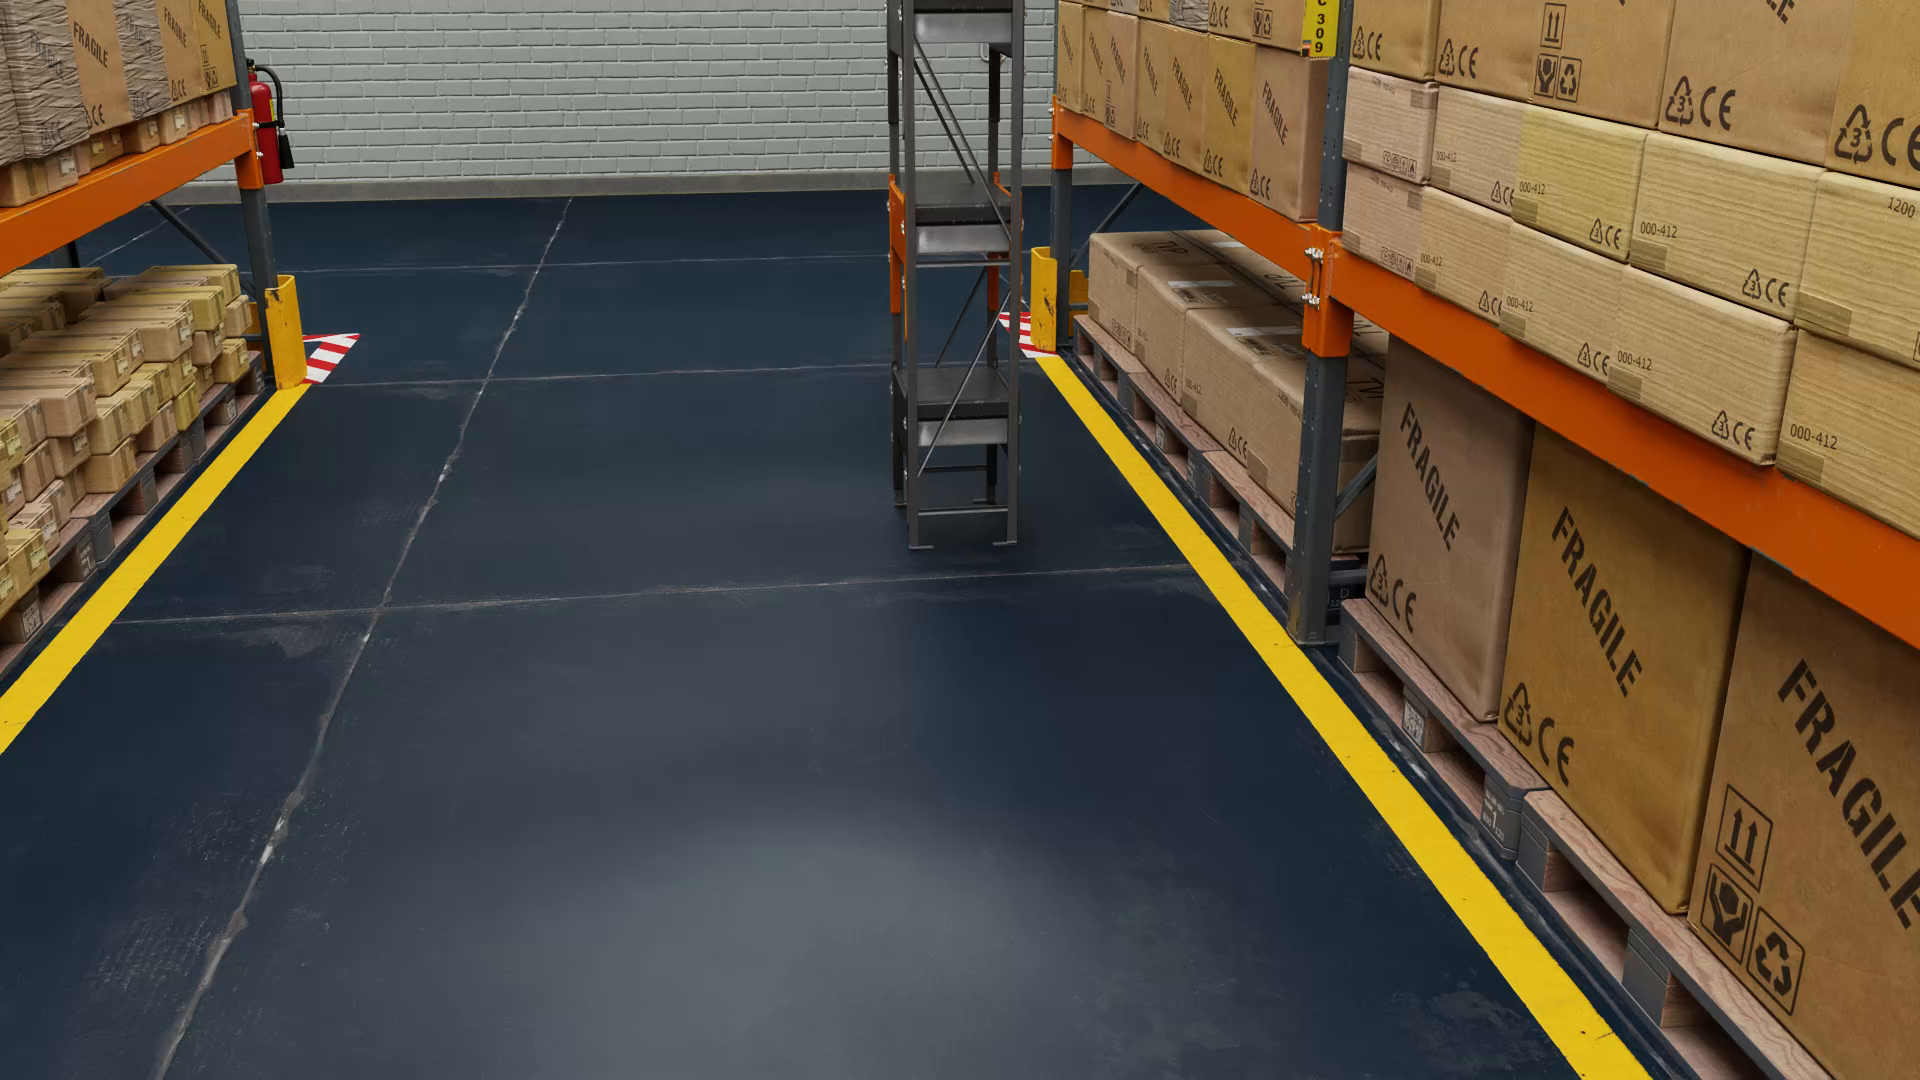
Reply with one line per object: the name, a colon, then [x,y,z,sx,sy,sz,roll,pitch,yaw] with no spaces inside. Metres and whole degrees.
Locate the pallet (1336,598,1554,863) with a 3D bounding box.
pallet: [1.748,0.463,4.675,1.003,0.211,1.213,-3,21,-8]

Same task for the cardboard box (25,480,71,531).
cardboard box: [-3.268,-0.087,5.635,0.380,0.149,0.250,-3,21,-9]

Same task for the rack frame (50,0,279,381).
rack frame: [-3.898,-2.207,7.838,1.000,3.000,0.127,-3,21,-8]

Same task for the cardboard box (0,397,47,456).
cardboard box: [-3.292,-0.364,5.529,0.380,0.149,0.250,-3,21,-9]

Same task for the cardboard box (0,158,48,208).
cardboard box: [-3.244,-1.179,5.446,0.380,0.149,0.250,-3,21,-7]

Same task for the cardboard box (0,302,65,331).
cardboard box: [-3.973,-0.884,6.919,0.380,0.149,0.250,-4,21,-10]

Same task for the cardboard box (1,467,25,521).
cardboard box: [-3.253,-0.130,5.326,0.380,0.149,0.250,-3,21,-8]

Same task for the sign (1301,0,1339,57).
sign: [1.013,-1.521,4.651,0.100,0.325,0.005,-3,21,-8]

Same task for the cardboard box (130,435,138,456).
cardboard box: [-3.397,-0.360,6.367,0.380,0.149,0.250,-2,21,-6]

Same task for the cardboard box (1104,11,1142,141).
cardboard box: [0.927,-2.007,7.160,0.500,0.500,0.500,-3,21,-8]

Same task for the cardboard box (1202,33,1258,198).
cardboard box: [1.163,-1.479,5.747,0.500,0.500,0.500,-3,21,-9]

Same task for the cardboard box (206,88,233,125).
cardboard box: [-3.571,-1.991,7.618,0.380,0.149,0.250,-3,21,-8]

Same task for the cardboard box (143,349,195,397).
cardboard box: [-3.375,-0.681,6.801,0.380,0.149,0.250,-3,21,-7]

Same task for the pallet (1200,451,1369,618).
pallet: [1.530,-0.068,6.096,1.003,0.211,1.213,-3,21,-8]

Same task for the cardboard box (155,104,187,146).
cardboard box: [-3.462,-1.730,6.919,0.380,0.149,0.250,-2,21,-6]

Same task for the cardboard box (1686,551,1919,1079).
cardboard box: [1.997,0.524,2.962,0.875,0.875,0.875,-3,21,-7]

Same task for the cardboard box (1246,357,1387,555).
cardboard box: [1.578,-0.326,5.864,0.875,0.438,0.875,-3,21,-9]

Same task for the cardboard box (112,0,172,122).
cardboard box: [-3.427,-1.897,6.440,0.500,0.500,0.500,-3,21,-8]

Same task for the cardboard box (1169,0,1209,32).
cardboard box: [1.073,-2.123,6.042,0.500,0.500,0.500,-3,21,-7]

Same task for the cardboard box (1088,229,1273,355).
cardboard box: [1.180,-1.265,8.377,0.875,0.438,0.875,-4,21,-10]

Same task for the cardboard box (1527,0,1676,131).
cardboard box: [1.512,-1.107,3.320,0.500,0.500,0.500,-3,21,-9]

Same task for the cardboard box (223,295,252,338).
cardboard box: [-3.539,-1.039,7.761,0.380,0.149,0.250,-3,21,-9]

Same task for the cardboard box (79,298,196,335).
cardboard box: [-3.454,-0.910,6.991,0.380,0.149,0.250,-4,21,-10]

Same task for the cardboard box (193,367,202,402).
cardboard box: [-3.477,-0.632,7.095,0.380,0.149,0.250,-3,21,-7]

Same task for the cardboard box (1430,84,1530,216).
cardboard box: [1.450,-0.925,3.906,0.500,0.250,0.500,-3,21,-7]

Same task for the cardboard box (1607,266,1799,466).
cardboard box: [1.562,-0.340,3.054,0.500,0.250,0.500,-3,21,-9]

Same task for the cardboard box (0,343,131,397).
cardboard box: [-3.366,-0.634,6.251,0.380,0.149,0.250,-3,21,-7]

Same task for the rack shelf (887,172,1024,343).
rack shelf: [-0.024,-1.028,6.007,0.431,0.518,0.480,-3,21,-8]

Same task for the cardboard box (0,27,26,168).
cardboard box: [-3.222,-1.363,5.012,0.500,0.500,0.500,-3,21,-8]

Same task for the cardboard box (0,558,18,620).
cardboard box: [-3.056,0.174,4.937,0.380,0.149,0.250,-4,21,-10]

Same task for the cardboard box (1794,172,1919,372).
cardboard box: [1.646,-0.394,2.484,0.500,0.250,0.500,-3,21,-9]

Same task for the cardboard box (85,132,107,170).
cardboard box: [-3.418,-1.449,6.168,0.380,0.149,0.250,-3,21,-7]

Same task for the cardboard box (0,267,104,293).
cardboard box: [-4.159,-1.148,7.628,0.380,0.149,0.250,-4,21,-10]

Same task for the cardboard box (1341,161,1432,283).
cardboard box: [1.365,-0.871,4.475,0.500,0.250,0.500,-3,21,-9]

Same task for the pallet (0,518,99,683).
pallet: [-3.453,0.253,5.236,1.003,0.211,1.213,-3,21,-8]

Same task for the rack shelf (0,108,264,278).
rack shelf: [-3.610,-1.178,6.110,1.077,0.370,4.000,-3,21,-8]

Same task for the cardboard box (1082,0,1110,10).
cardboard box: [0.855,-2.648,7.447,0.500,0.500,0.500,-3,21,-9]

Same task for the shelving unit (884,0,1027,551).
shelving unit: [-0.024,-1.041,6.002,0.431,2.100,0.503,-3,21,-8]

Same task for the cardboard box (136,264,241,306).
cardboard box: [-3.571,-1.176,7.703,0.380,0.149,0.250,-3,21,-7]

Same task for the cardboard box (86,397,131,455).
cardboard box: [-3.279,-0.411,6.078,0.380,0.149,0.250,-3,21,-8]

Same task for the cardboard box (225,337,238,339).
cardboard box: [-3.616,-0.897,7.804,0.380,0.149,0.250,-3,21,-7]

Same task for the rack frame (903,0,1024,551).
rack frame: [0.011,-0.956,5.776,0.400,2.100,0.015,-3,21,-8]
